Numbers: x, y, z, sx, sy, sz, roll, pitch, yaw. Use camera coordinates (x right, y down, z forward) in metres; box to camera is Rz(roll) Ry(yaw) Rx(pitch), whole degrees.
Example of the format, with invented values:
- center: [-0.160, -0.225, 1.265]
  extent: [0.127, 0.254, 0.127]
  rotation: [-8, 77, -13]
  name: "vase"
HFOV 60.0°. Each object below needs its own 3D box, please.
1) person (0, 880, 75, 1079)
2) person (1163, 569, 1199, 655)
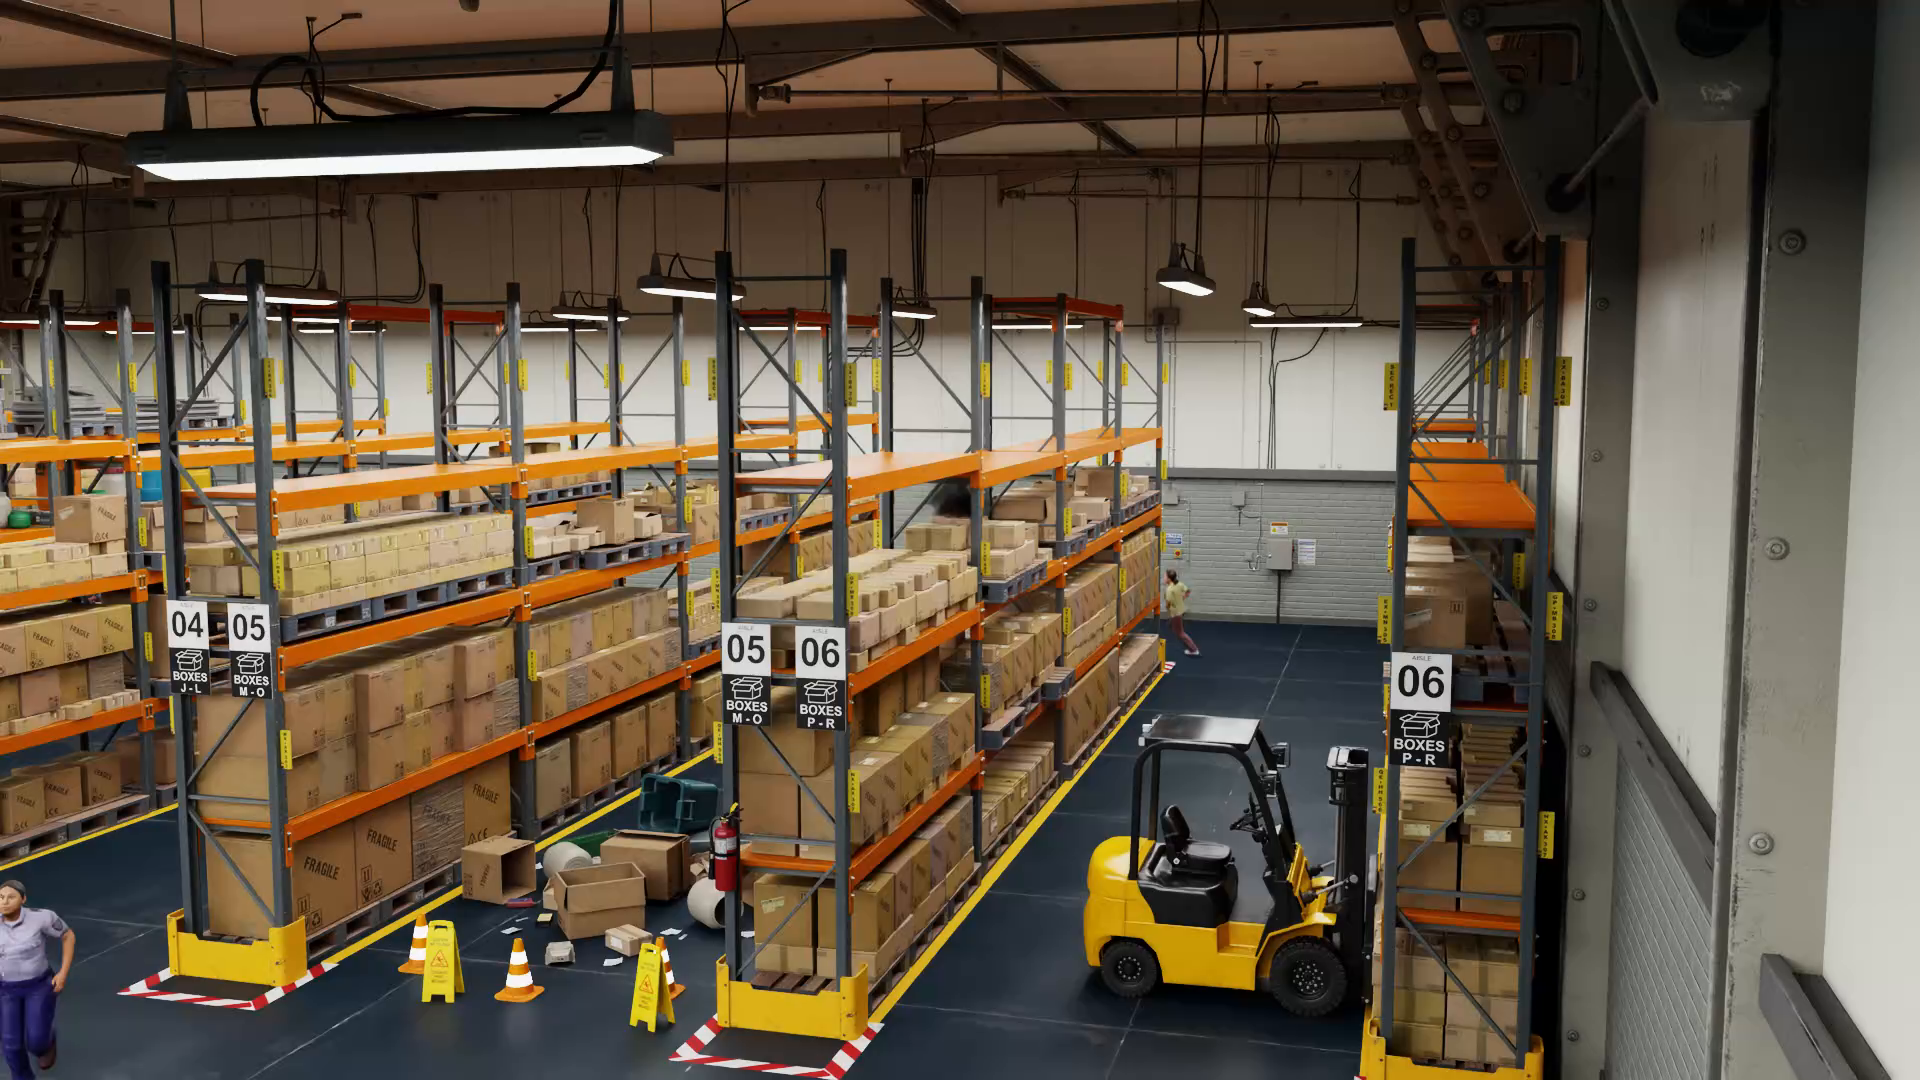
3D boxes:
- center: [-6.544, 3.160, 11.657]
  extent: [0.621, 1.600, 0.619]
  rotation: [-2, 6, -15]
  name: "person"
- center: [3.838, 1.275, 29.315]
  extent: [0.596, 1.553, 0.764]
  rotation: [5, 8, 39]
  name: "person"
